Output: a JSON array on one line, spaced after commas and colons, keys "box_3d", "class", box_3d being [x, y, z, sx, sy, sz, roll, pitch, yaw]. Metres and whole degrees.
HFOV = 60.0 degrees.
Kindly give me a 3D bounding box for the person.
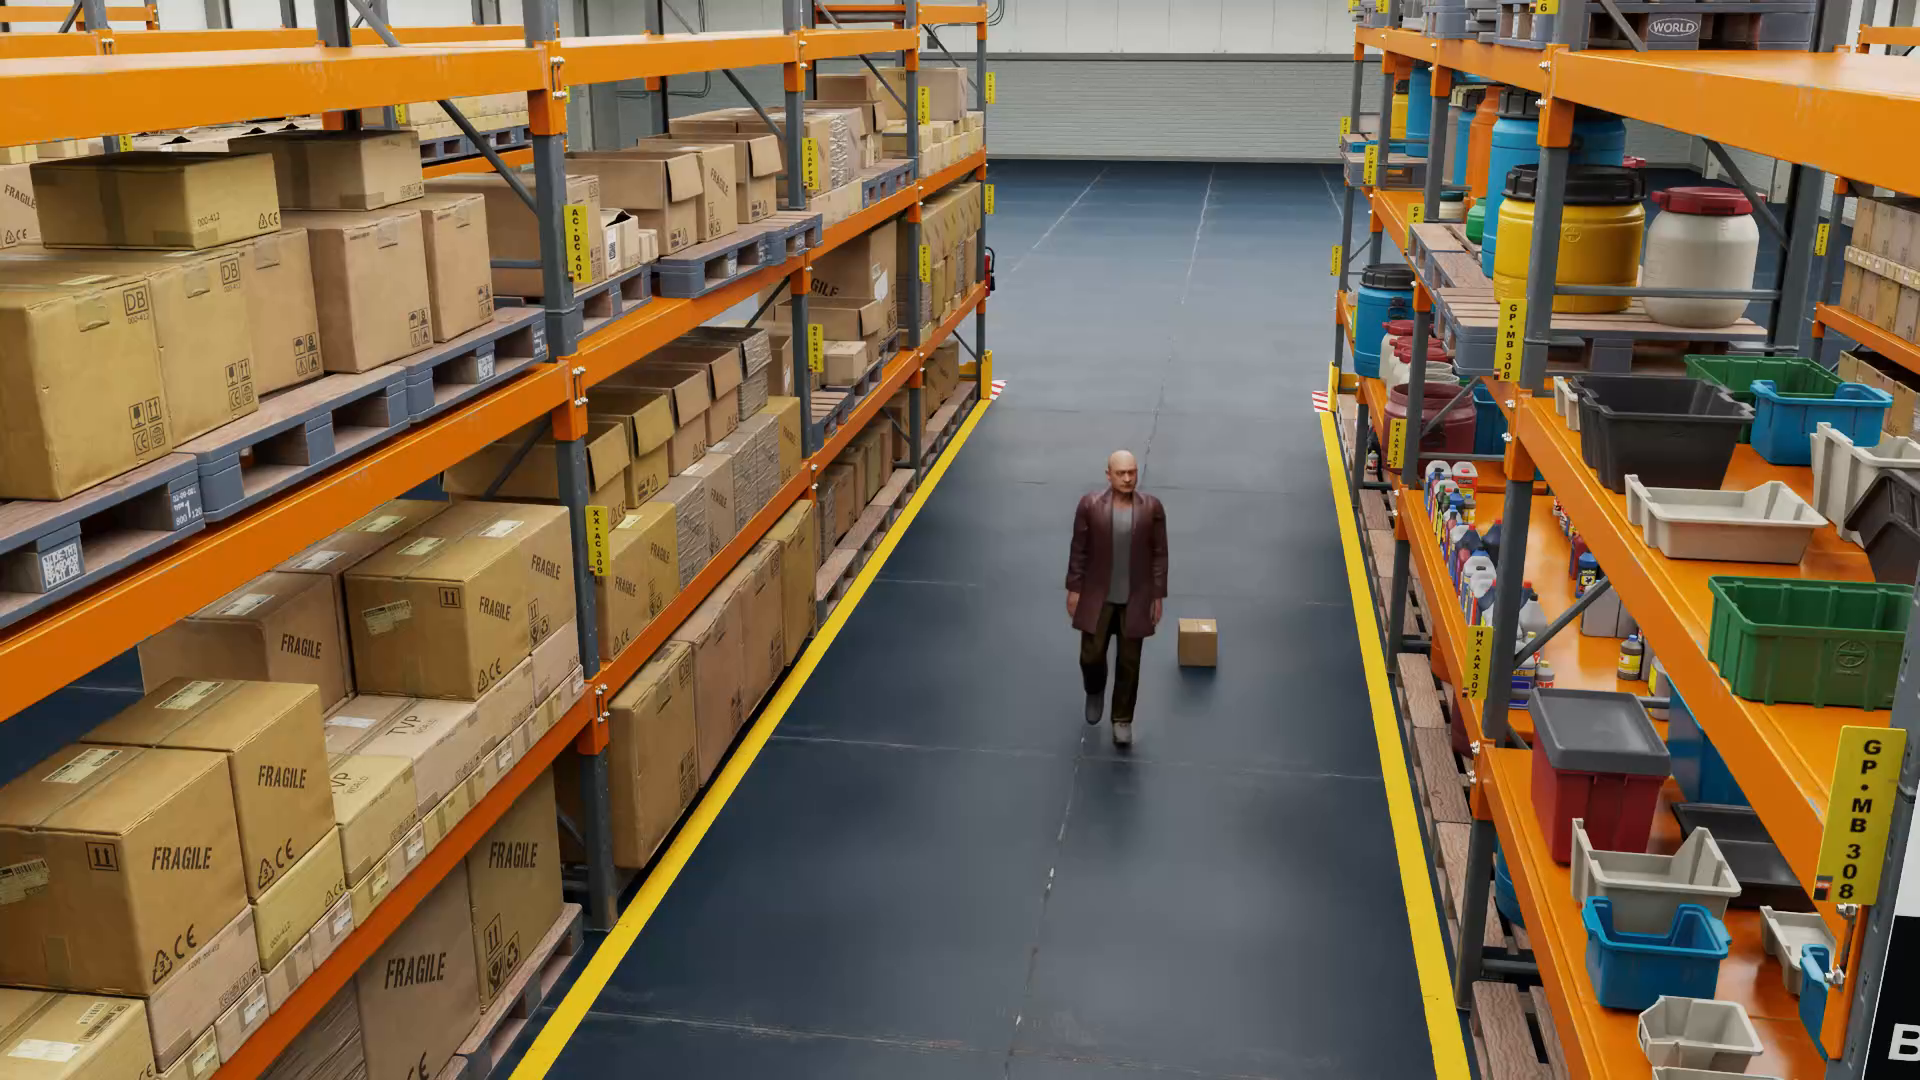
[{"box_3d": [0.936, 0.325, 9.946, 0.608, 1.769, 0.559, 1, 18, 2], "class": "person"}]
